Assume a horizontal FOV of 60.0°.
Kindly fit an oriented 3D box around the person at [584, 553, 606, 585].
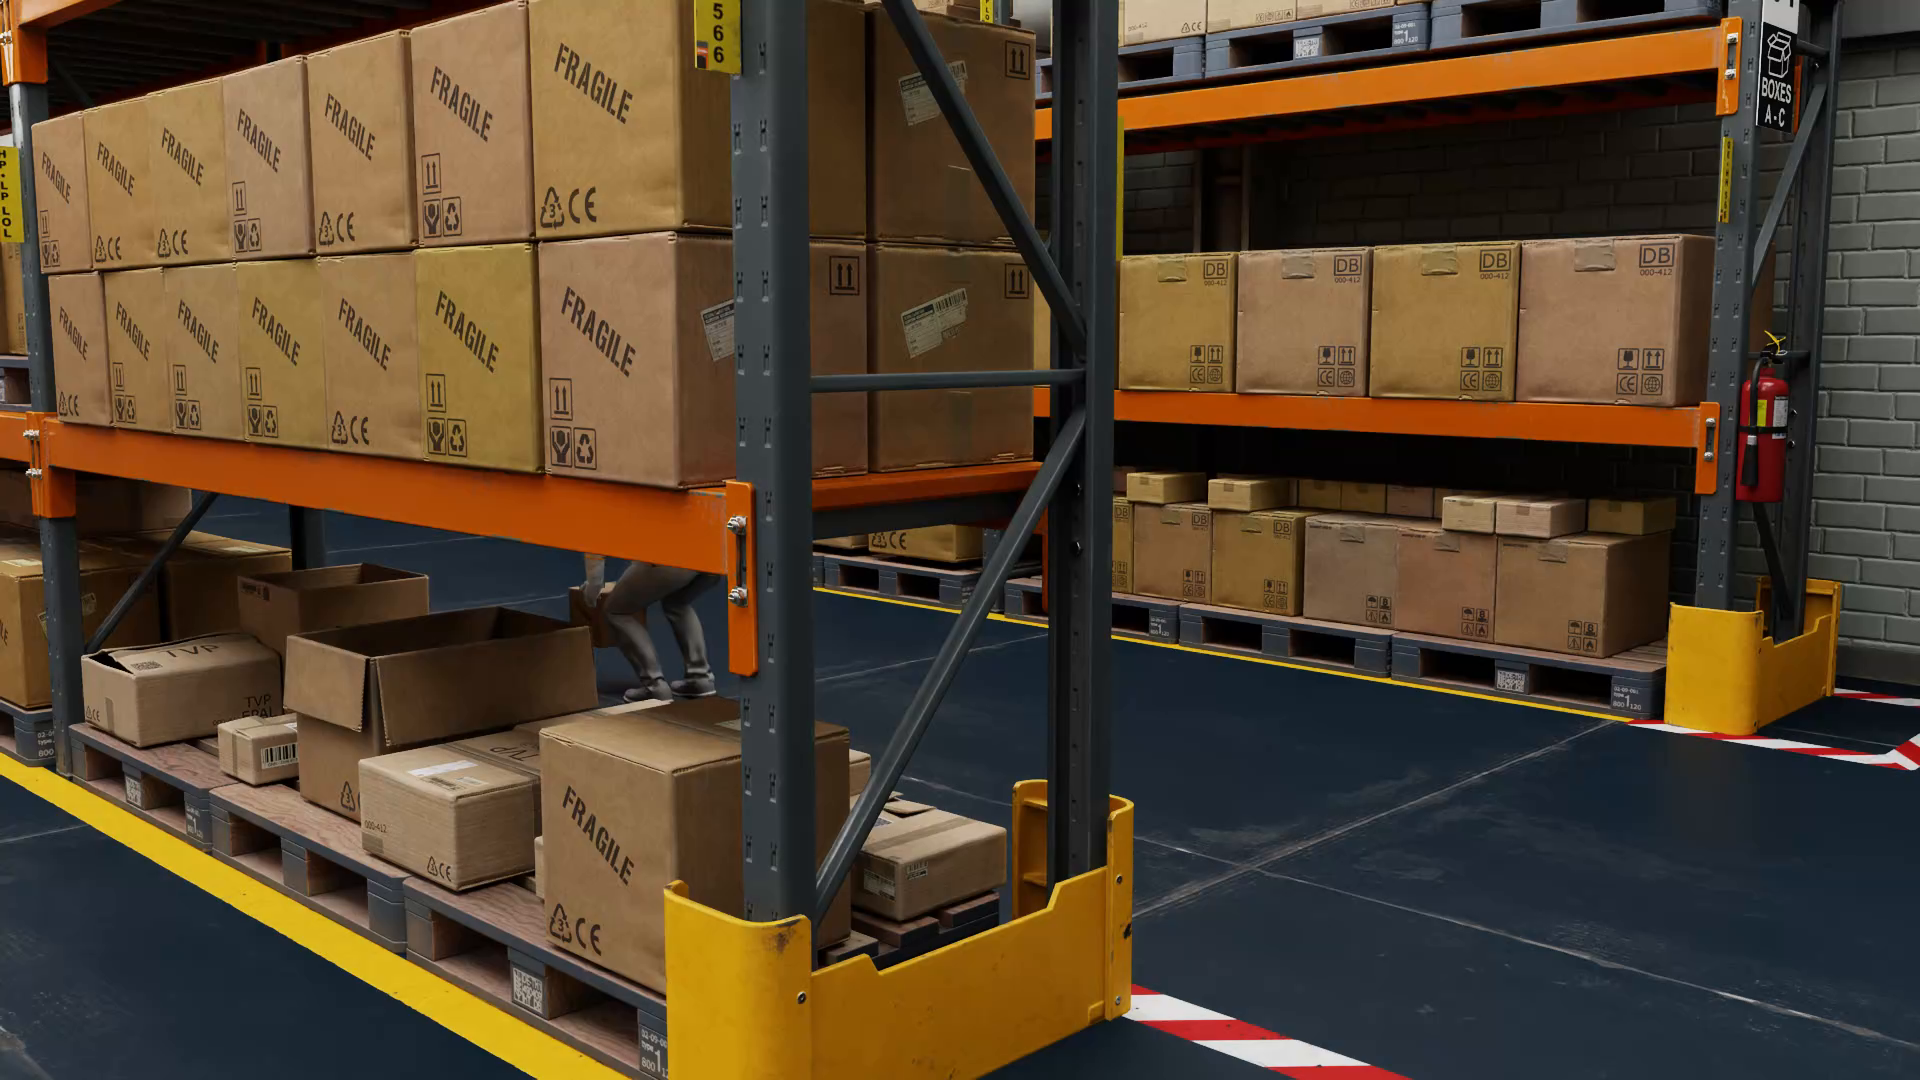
[{"bbox_3d":[-1.294,-0.094,7.187,0.595,0.612,0.532,7,10,43],"label":"person"}]
